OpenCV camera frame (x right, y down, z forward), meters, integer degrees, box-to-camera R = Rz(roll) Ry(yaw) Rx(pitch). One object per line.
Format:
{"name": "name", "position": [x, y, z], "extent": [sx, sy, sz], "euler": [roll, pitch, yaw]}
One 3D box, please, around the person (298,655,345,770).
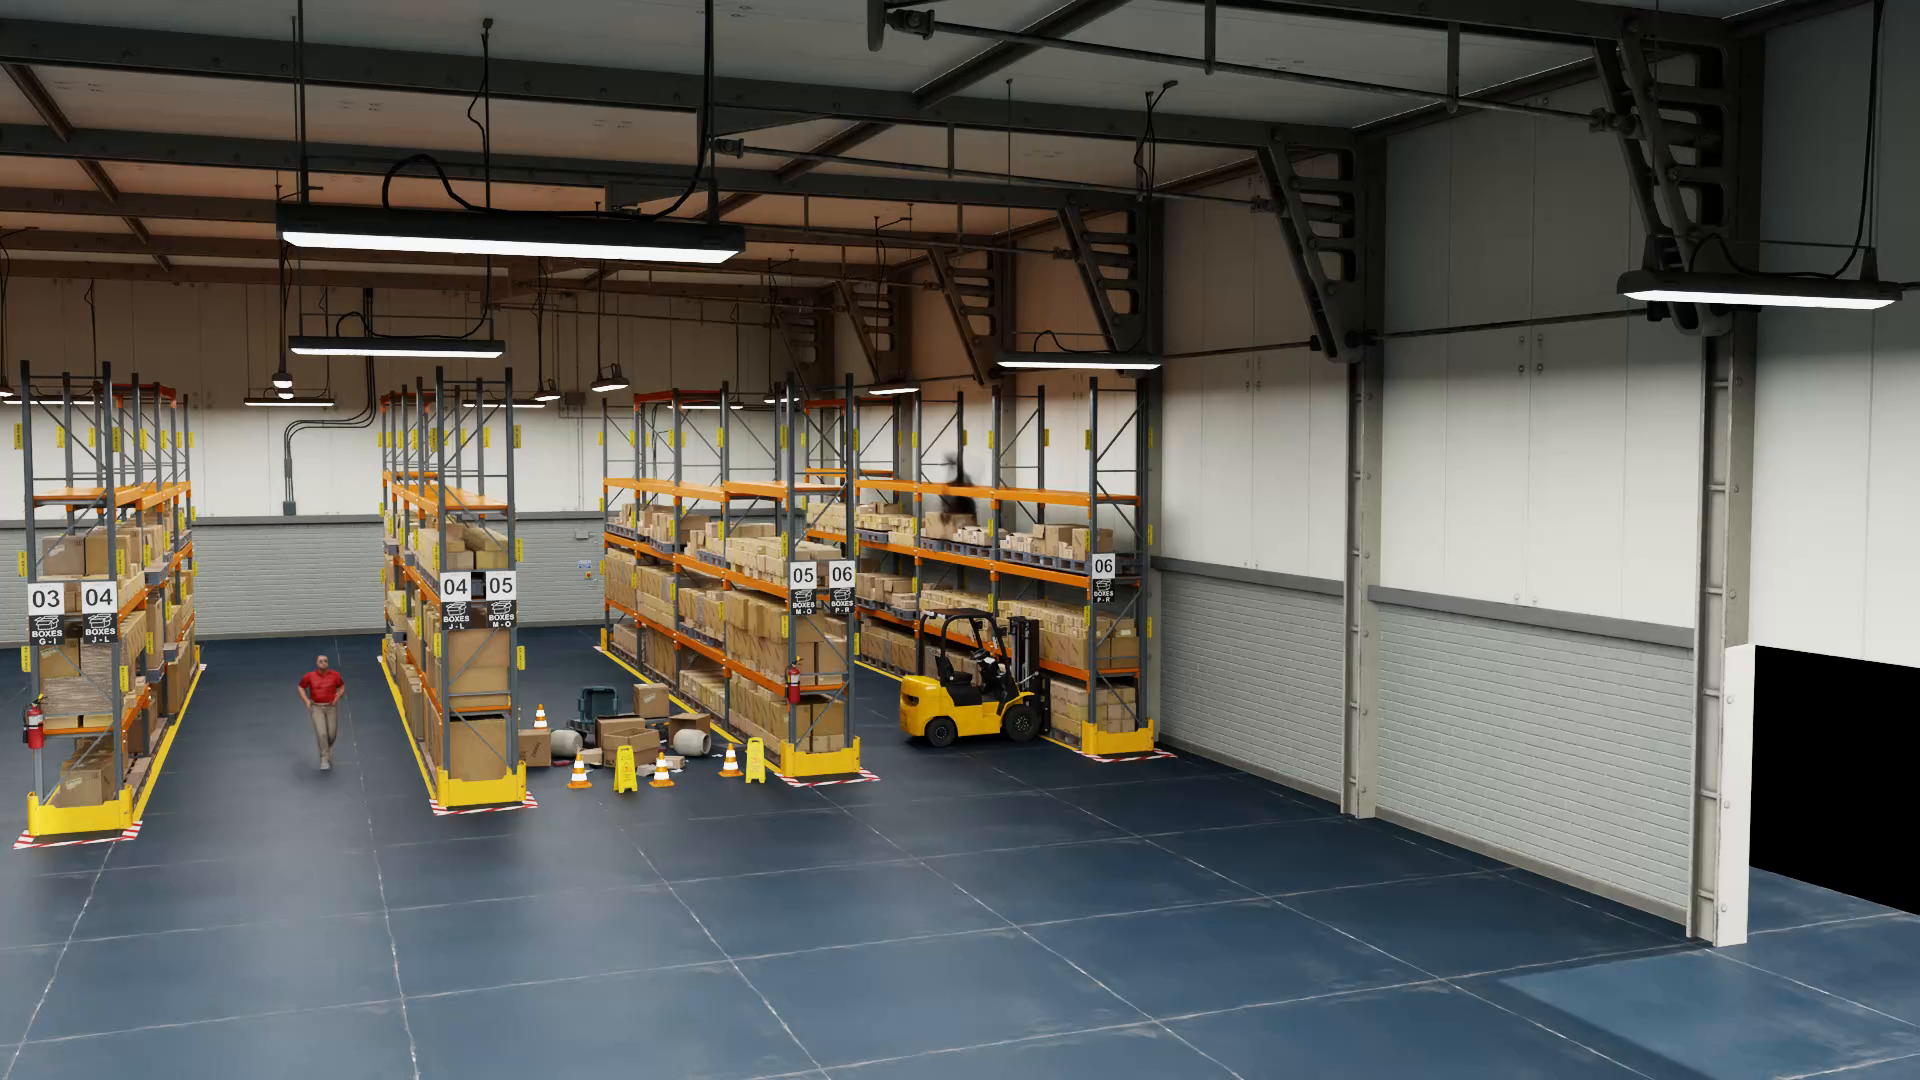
{"name": "person", "position": [-9.798, 2.616, 25.562], "extent": [0.671, 1.719, 0.751], "euler": [-2, 4, -30]}
